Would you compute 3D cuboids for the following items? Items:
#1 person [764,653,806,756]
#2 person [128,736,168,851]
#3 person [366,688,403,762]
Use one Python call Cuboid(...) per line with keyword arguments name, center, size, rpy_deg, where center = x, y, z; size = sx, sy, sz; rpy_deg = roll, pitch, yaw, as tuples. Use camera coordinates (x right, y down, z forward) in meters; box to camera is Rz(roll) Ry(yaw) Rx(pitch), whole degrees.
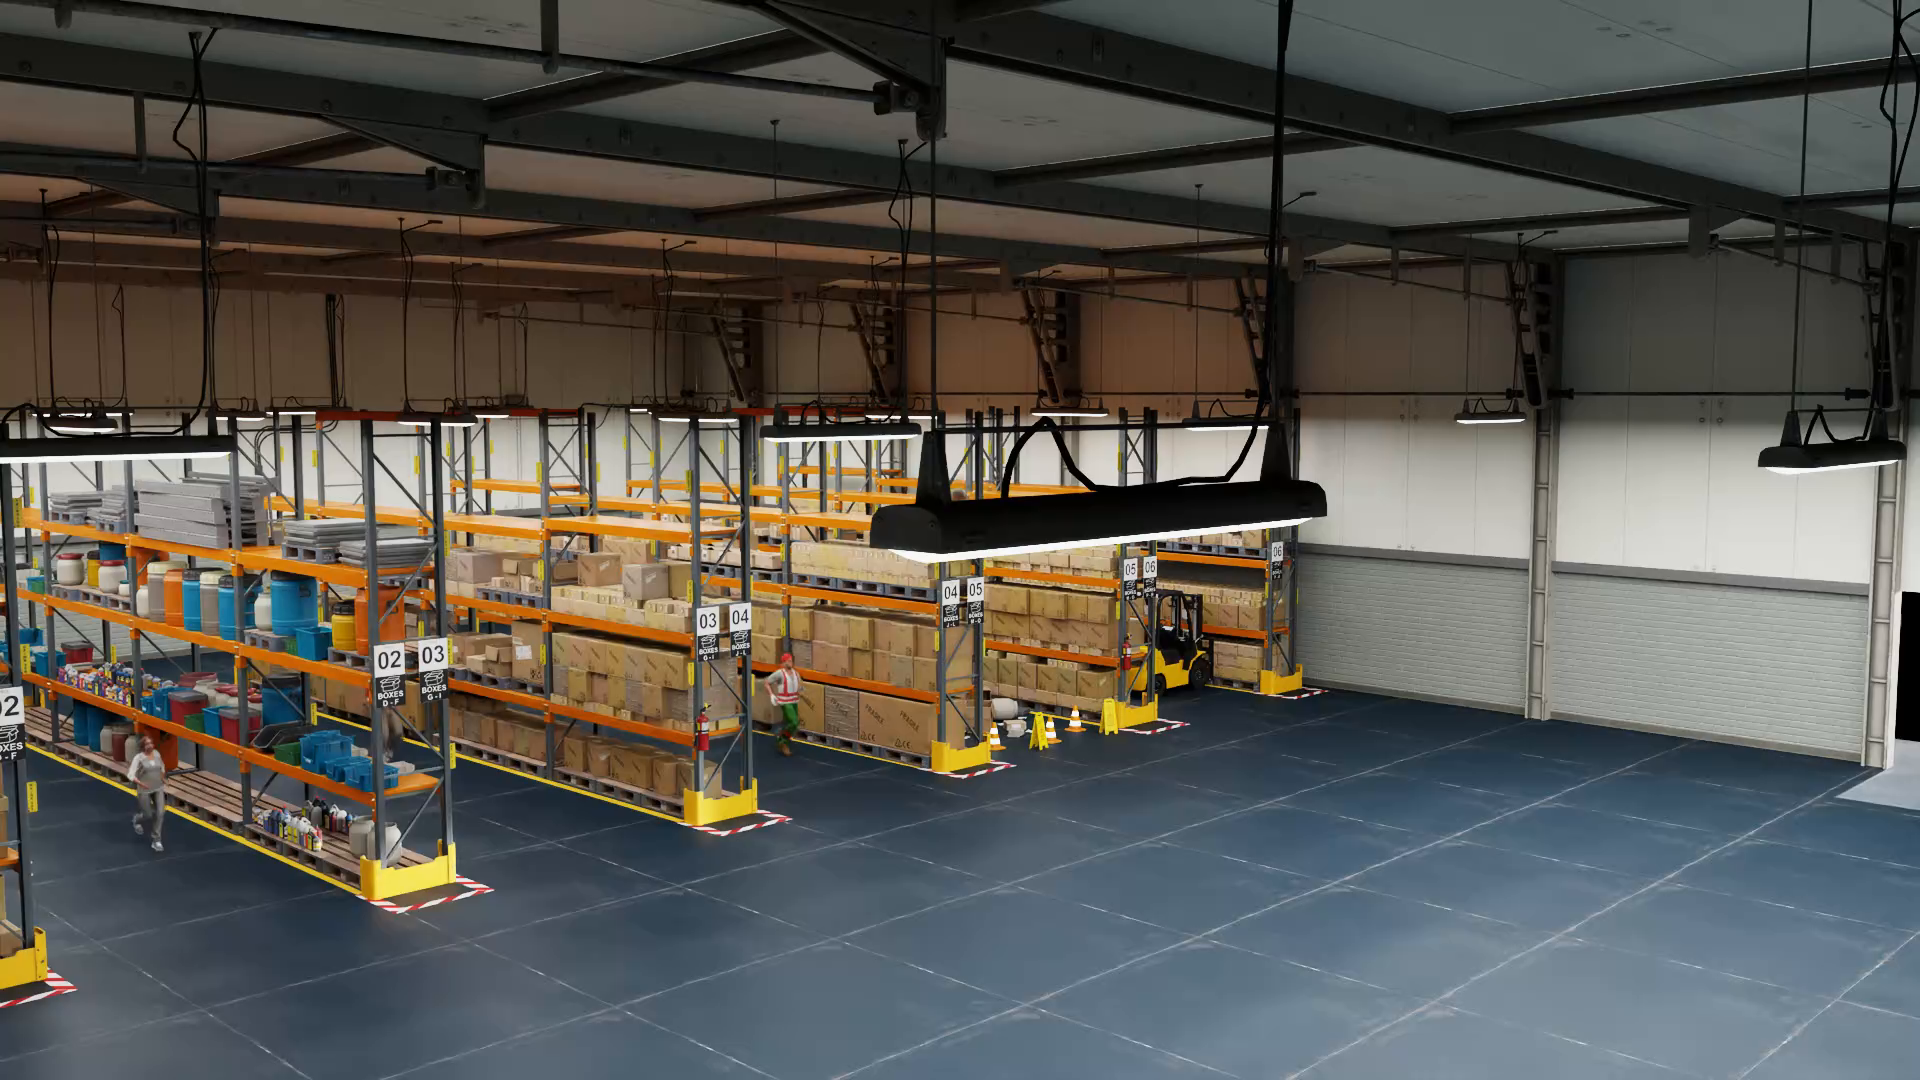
Cuboid(name="person", center=(-2.980, 2.869, 29.016), size=(0.700, 1.785, 0.640), rpy_deg=(4, 6, 36))
Cuboid(name="person", center=(-11.306, 3.503, 23.168), size=(0.759, 1.584, 0.547), rpy_deg=(4, 7, 41))
Cuboid(name="person", center=(-9.791, 2.964, 28.446), size=(0.602, 1.688, 0.650), rpy_deg=(4, 7, 40))
